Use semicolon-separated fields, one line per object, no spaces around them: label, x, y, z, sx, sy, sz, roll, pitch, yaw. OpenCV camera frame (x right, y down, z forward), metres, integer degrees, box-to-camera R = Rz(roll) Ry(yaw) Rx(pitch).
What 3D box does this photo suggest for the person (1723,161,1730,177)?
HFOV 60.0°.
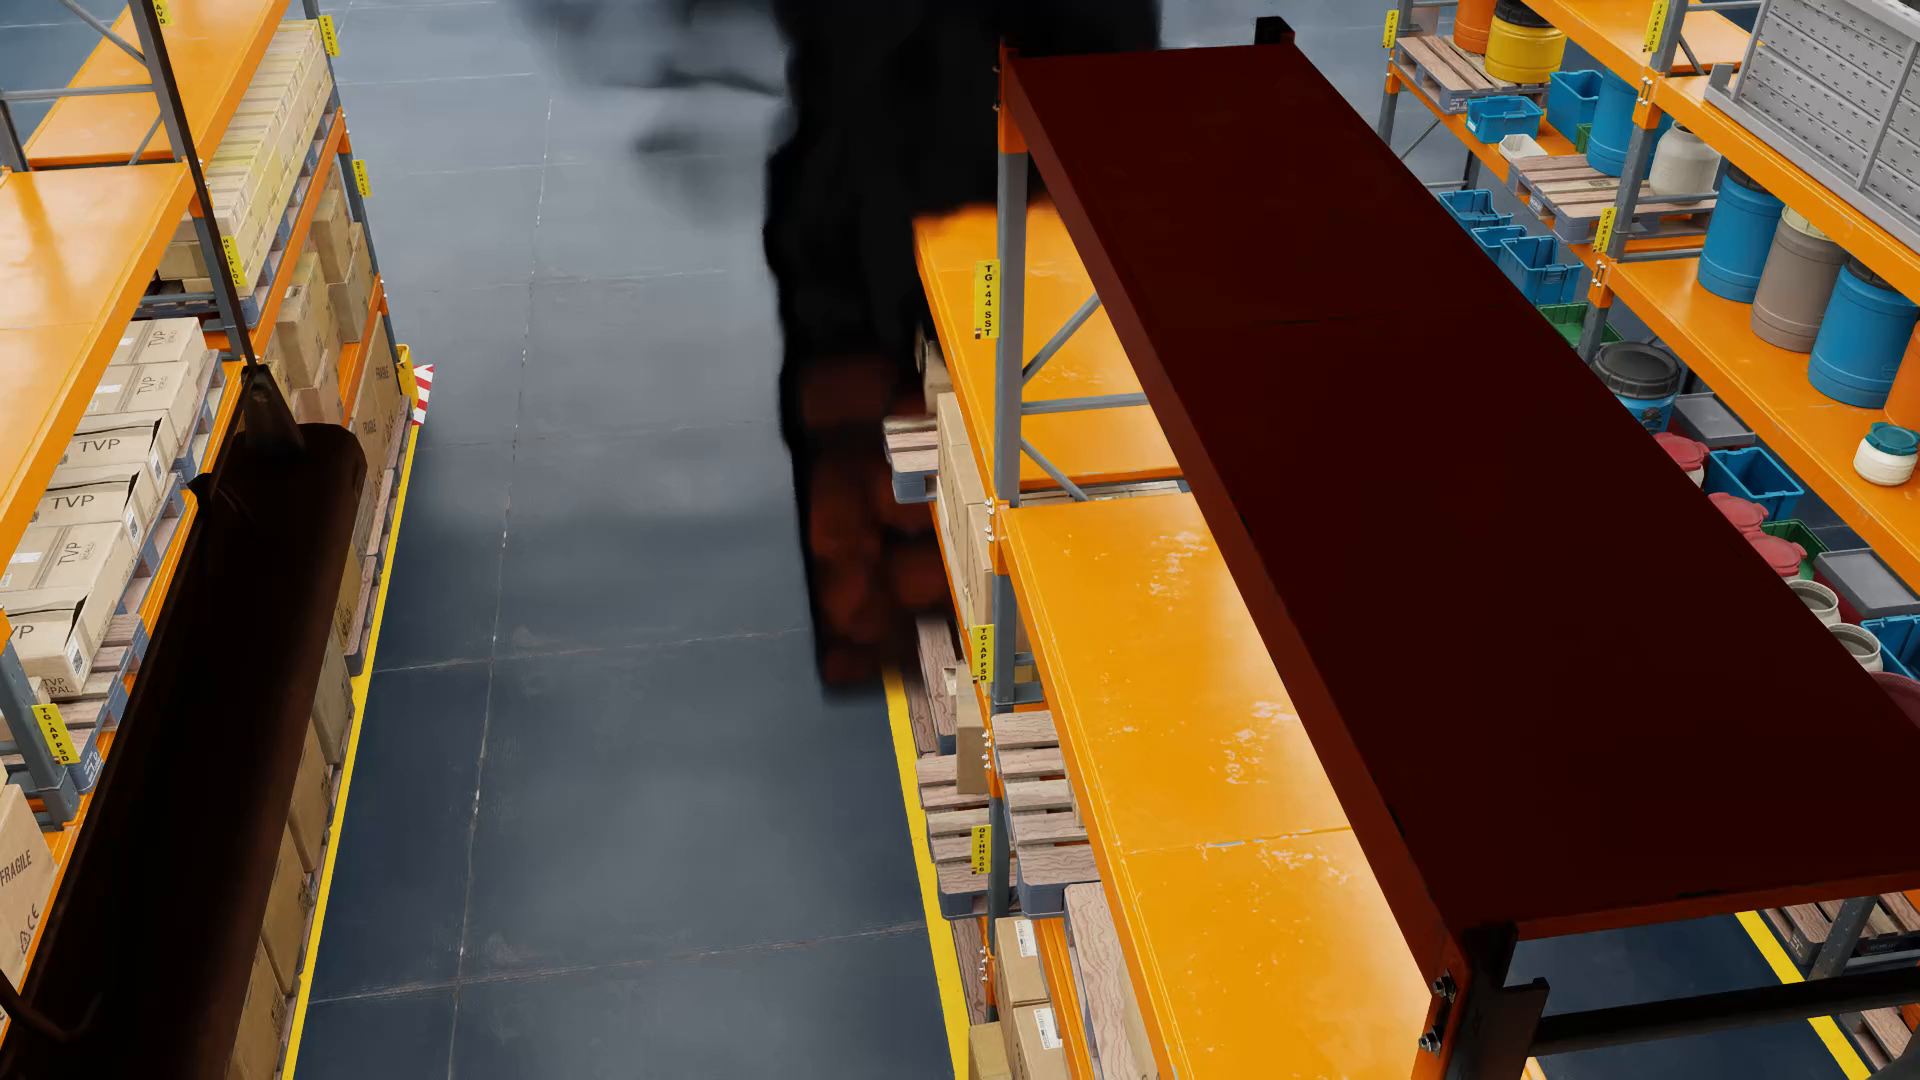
person;8.507;-4.180;17.745;0.752;1.802;0.679;14;38;18
